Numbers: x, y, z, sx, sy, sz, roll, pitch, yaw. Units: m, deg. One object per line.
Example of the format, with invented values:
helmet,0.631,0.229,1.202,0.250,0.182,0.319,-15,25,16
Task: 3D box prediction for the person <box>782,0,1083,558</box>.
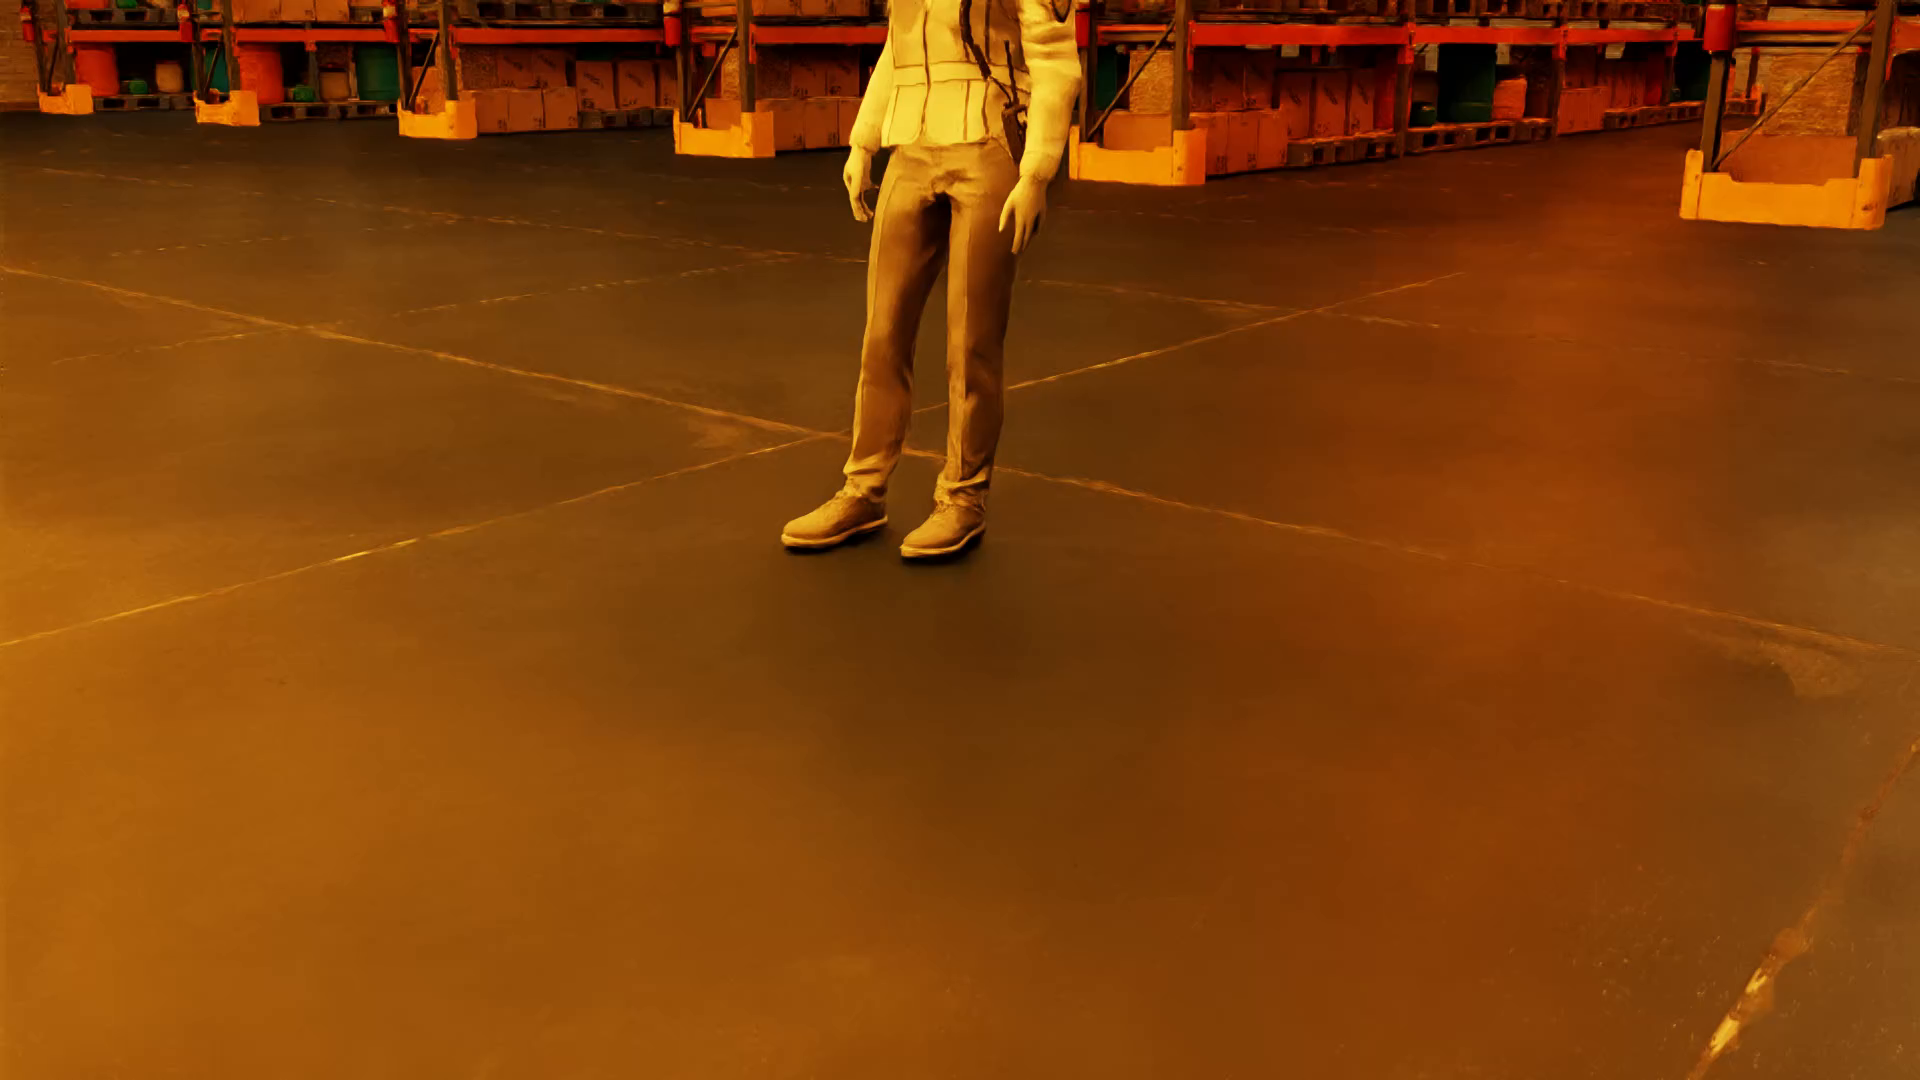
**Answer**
person,-0.049,-0.804,3.648,0.586,1.695,0.532,13,21,37
